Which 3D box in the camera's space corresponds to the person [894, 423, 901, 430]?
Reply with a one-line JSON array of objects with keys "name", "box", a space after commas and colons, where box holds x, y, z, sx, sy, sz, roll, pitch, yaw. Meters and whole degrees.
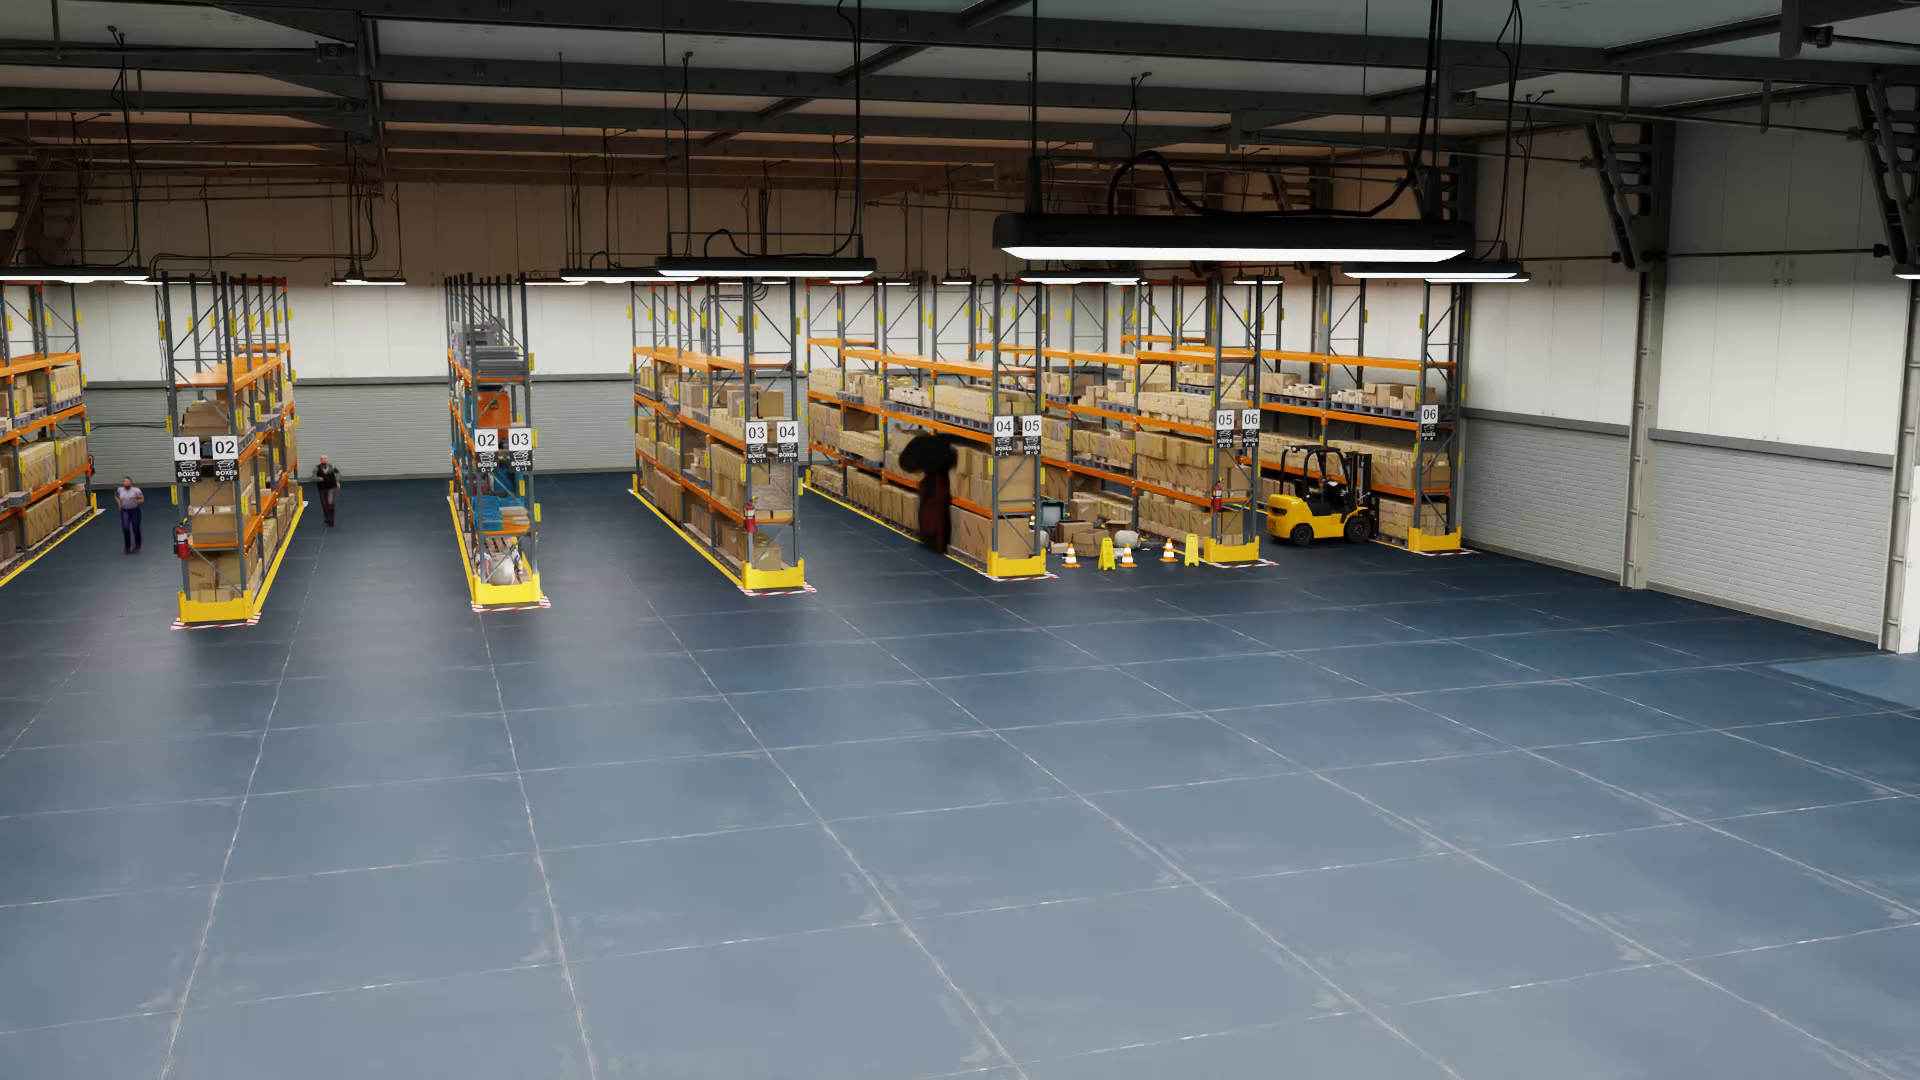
[{"name": "person", "box": [-1.830, -2.806, 51.795, 0.640, 1.498, 0.560, -5, 10, -30]}]

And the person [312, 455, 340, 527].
[{"name": "person", "box": [-15.346, -1.189, 40.278, 0.602, 1.775, 0.834, -2, 9, -12]}]

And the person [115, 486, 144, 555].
[{"name": "person", "box": [-18.094, -0.461, 36.291, 0.581, 1.500, 0.716, -3, 9, -18]}]

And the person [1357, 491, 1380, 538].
[{"name": "person", "box": [2.653, -1.278, 40.964, 10.708, 1.691, 13.449, -6, 10, -33]}]
